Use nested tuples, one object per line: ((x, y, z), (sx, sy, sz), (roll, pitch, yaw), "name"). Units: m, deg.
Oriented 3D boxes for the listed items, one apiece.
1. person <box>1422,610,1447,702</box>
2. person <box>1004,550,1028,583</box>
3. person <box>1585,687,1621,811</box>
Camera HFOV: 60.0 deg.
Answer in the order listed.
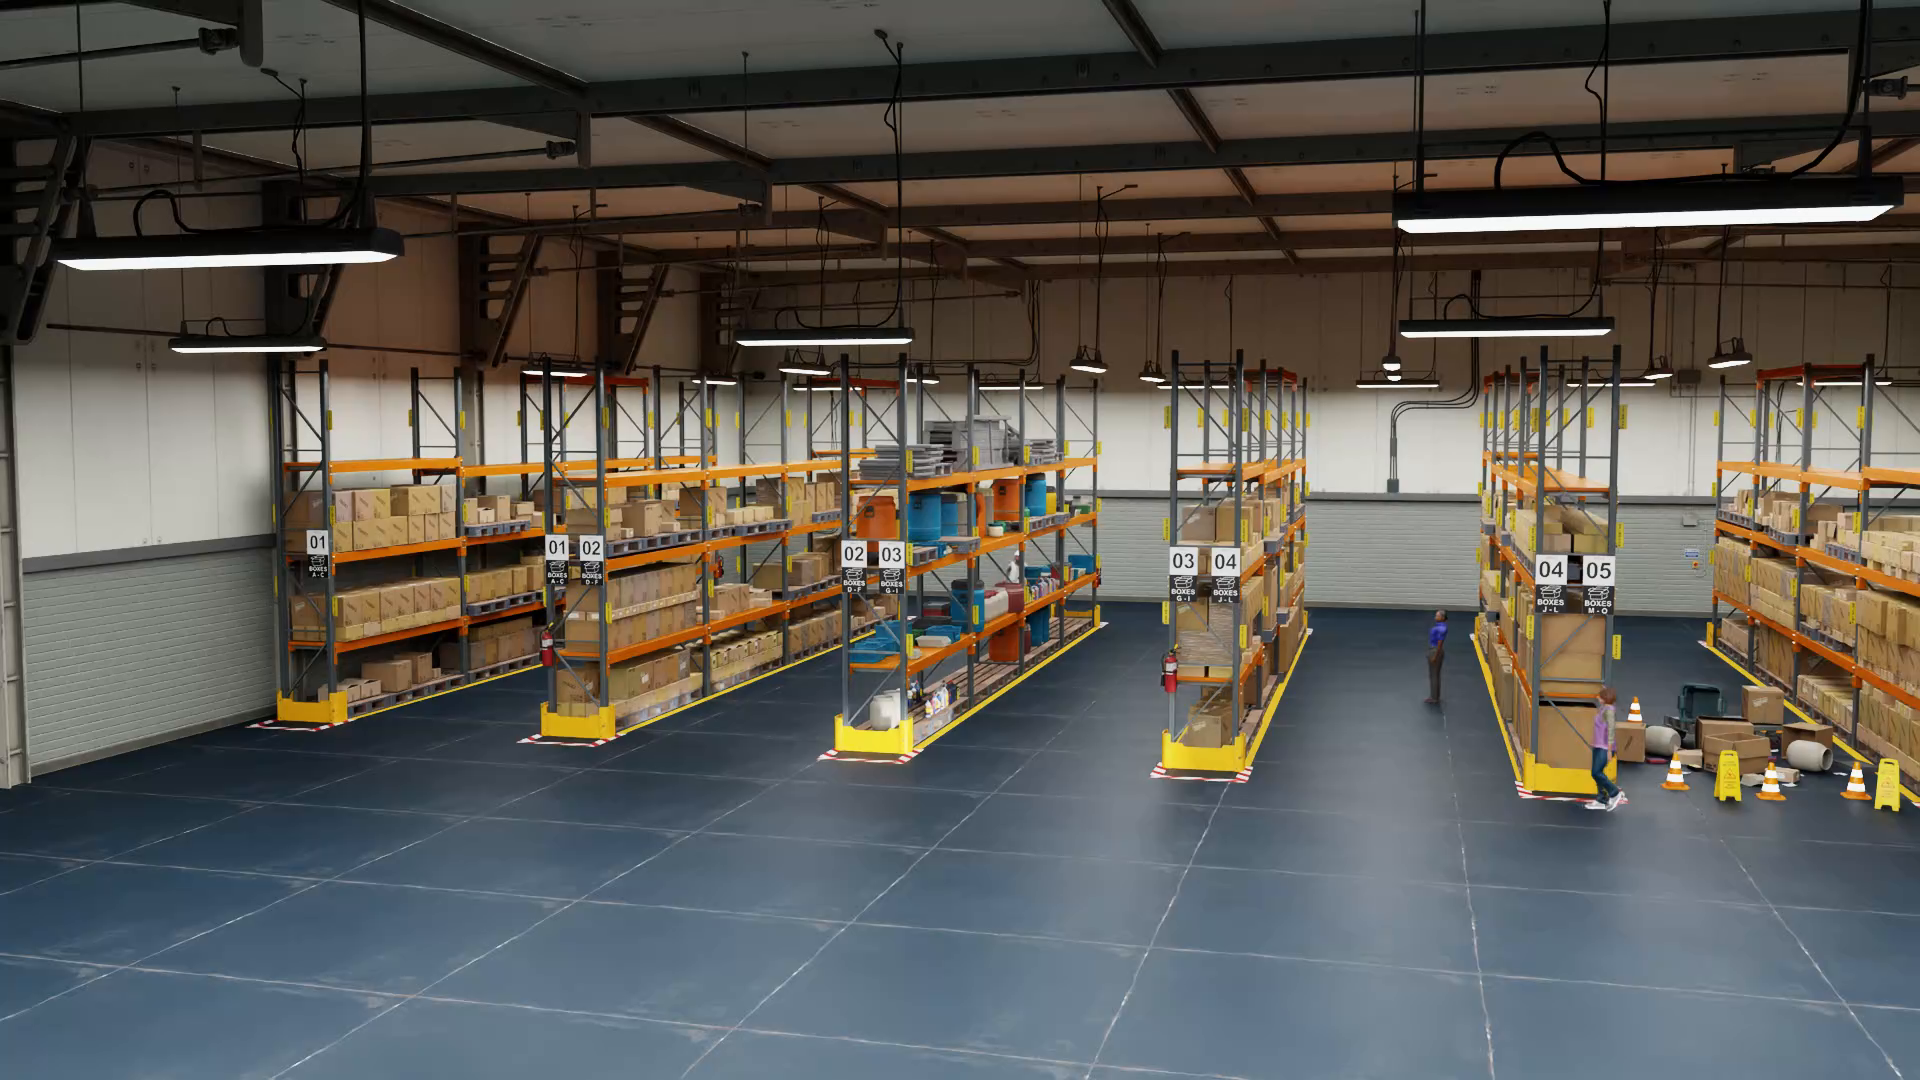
((8.435, 2.077, 29.526), (0.407, 1.696, 0.502), (2, 4, 23), "person")
((1.437, 1.151, 41.841), (0.634, 1.799, 0.863), (0, 4, -1), "person")
((8.221, 2.666, 21.233), (0.419, 1.593, 0.452), (0, 4, -5), "person")
